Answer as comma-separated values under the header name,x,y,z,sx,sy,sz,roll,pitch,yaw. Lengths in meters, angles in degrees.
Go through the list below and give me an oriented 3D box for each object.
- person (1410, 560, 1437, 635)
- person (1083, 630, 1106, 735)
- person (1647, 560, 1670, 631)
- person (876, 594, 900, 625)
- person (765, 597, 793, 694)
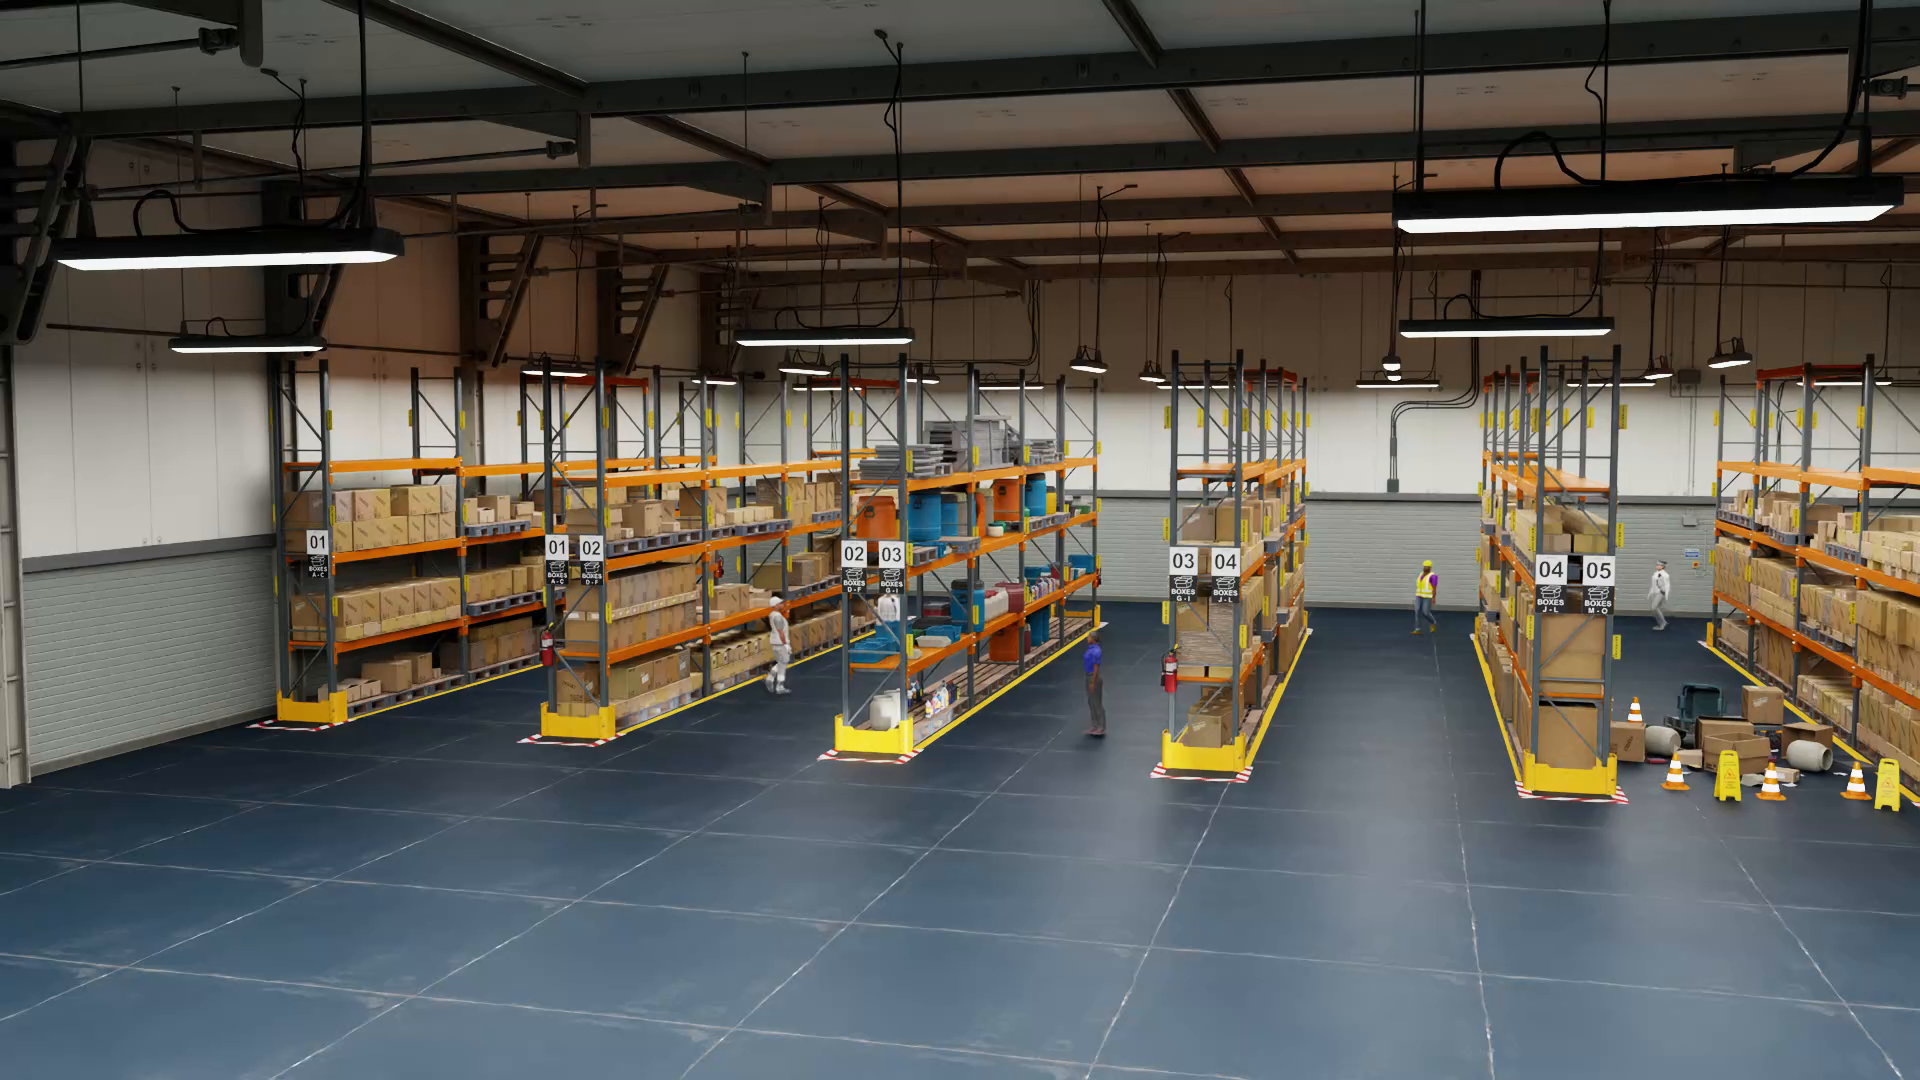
name,x,y,z,sx,sy,sz,roll,pitch,yaw
person,10.836,1.339,38.638,0.569,1.750,0.621,-3,5,-37
person,2.152,2.282,26.542,0.351,1.667,0.503,-1,4,-9
person,16.584,1.306,39.545,0.413,1.692,0.475,0,4,-5
person,-1.489,1.688,34.614,0.531,1.640,0.975,1,4,9
person,-3.287,1.911,30.198,0.497,1.777,0.567,-3,5,-38
